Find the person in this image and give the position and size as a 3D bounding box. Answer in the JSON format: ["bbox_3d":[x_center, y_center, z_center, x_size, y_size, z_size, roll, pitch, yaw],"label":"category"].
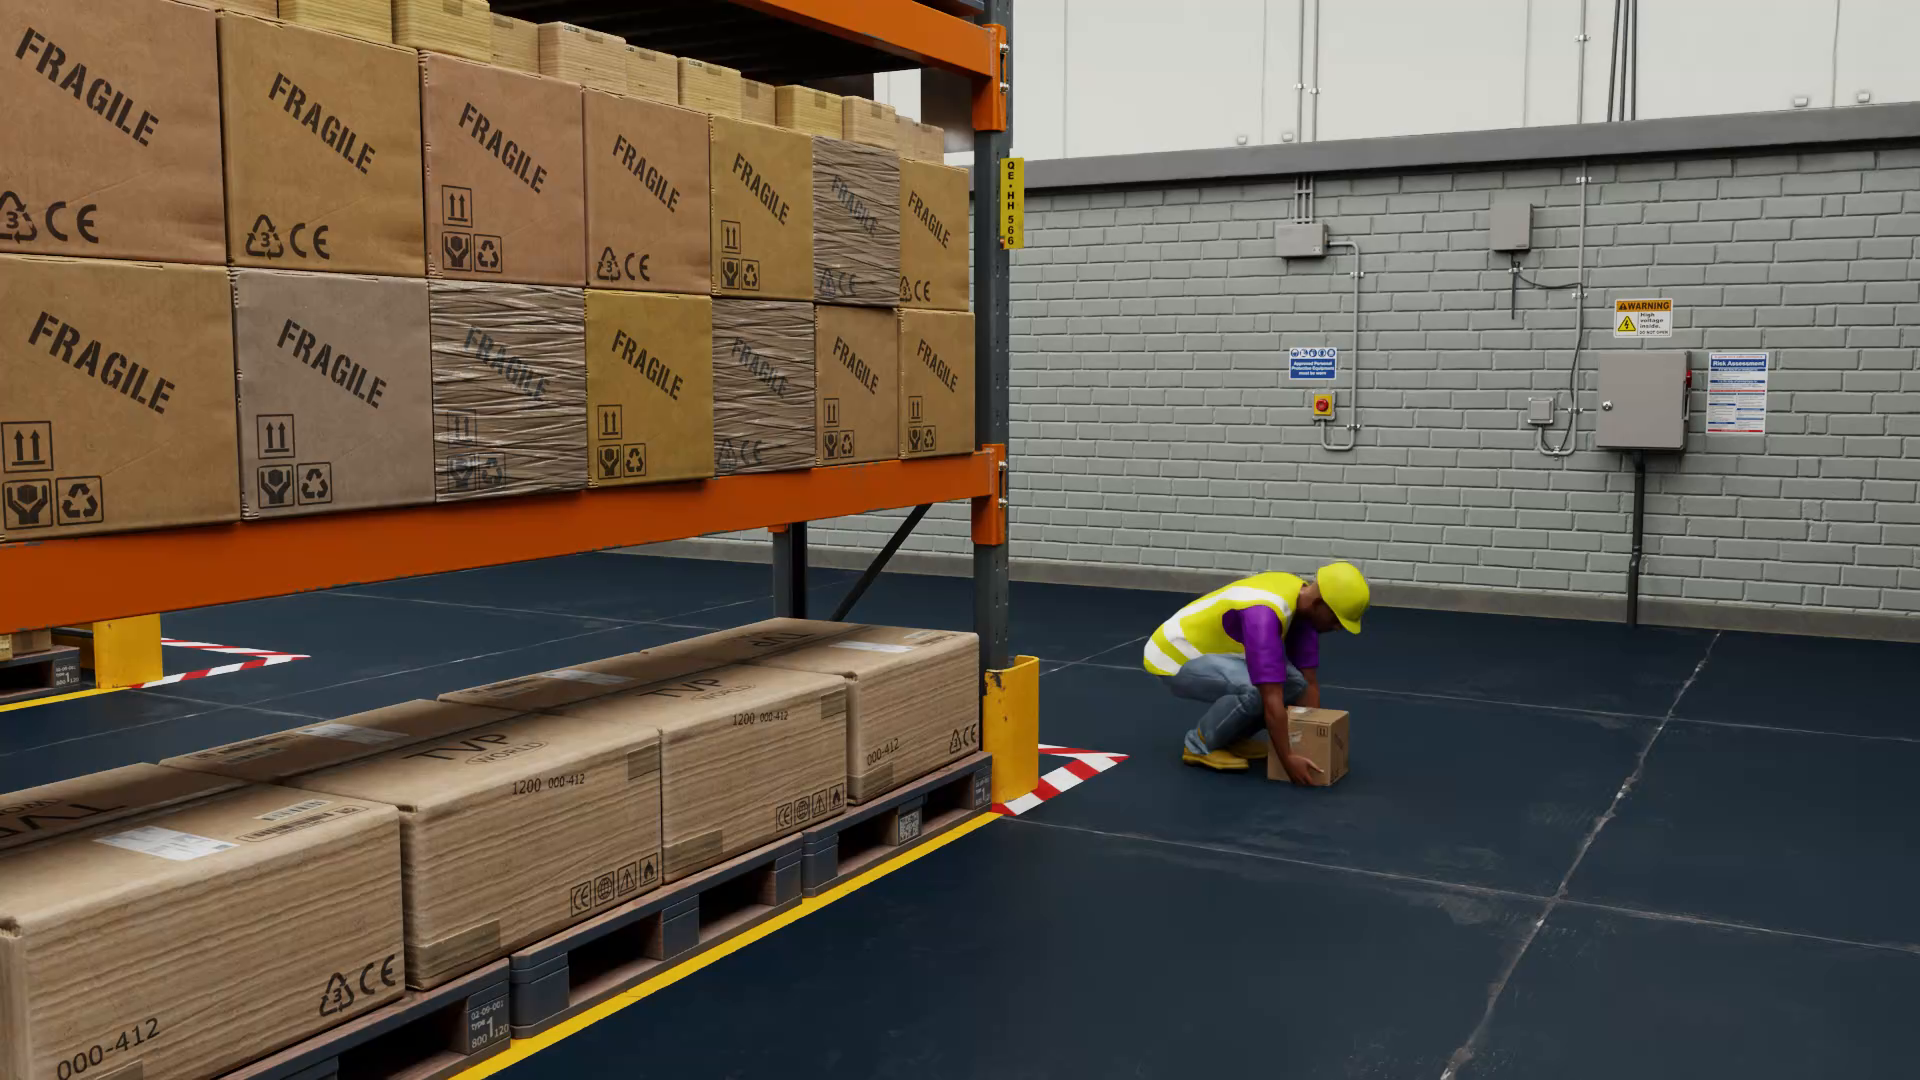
[{"bbox_3d":[1.214,0.456,6.687,0.975,0.926,0.504,4,7,37],"label":"person"}]
